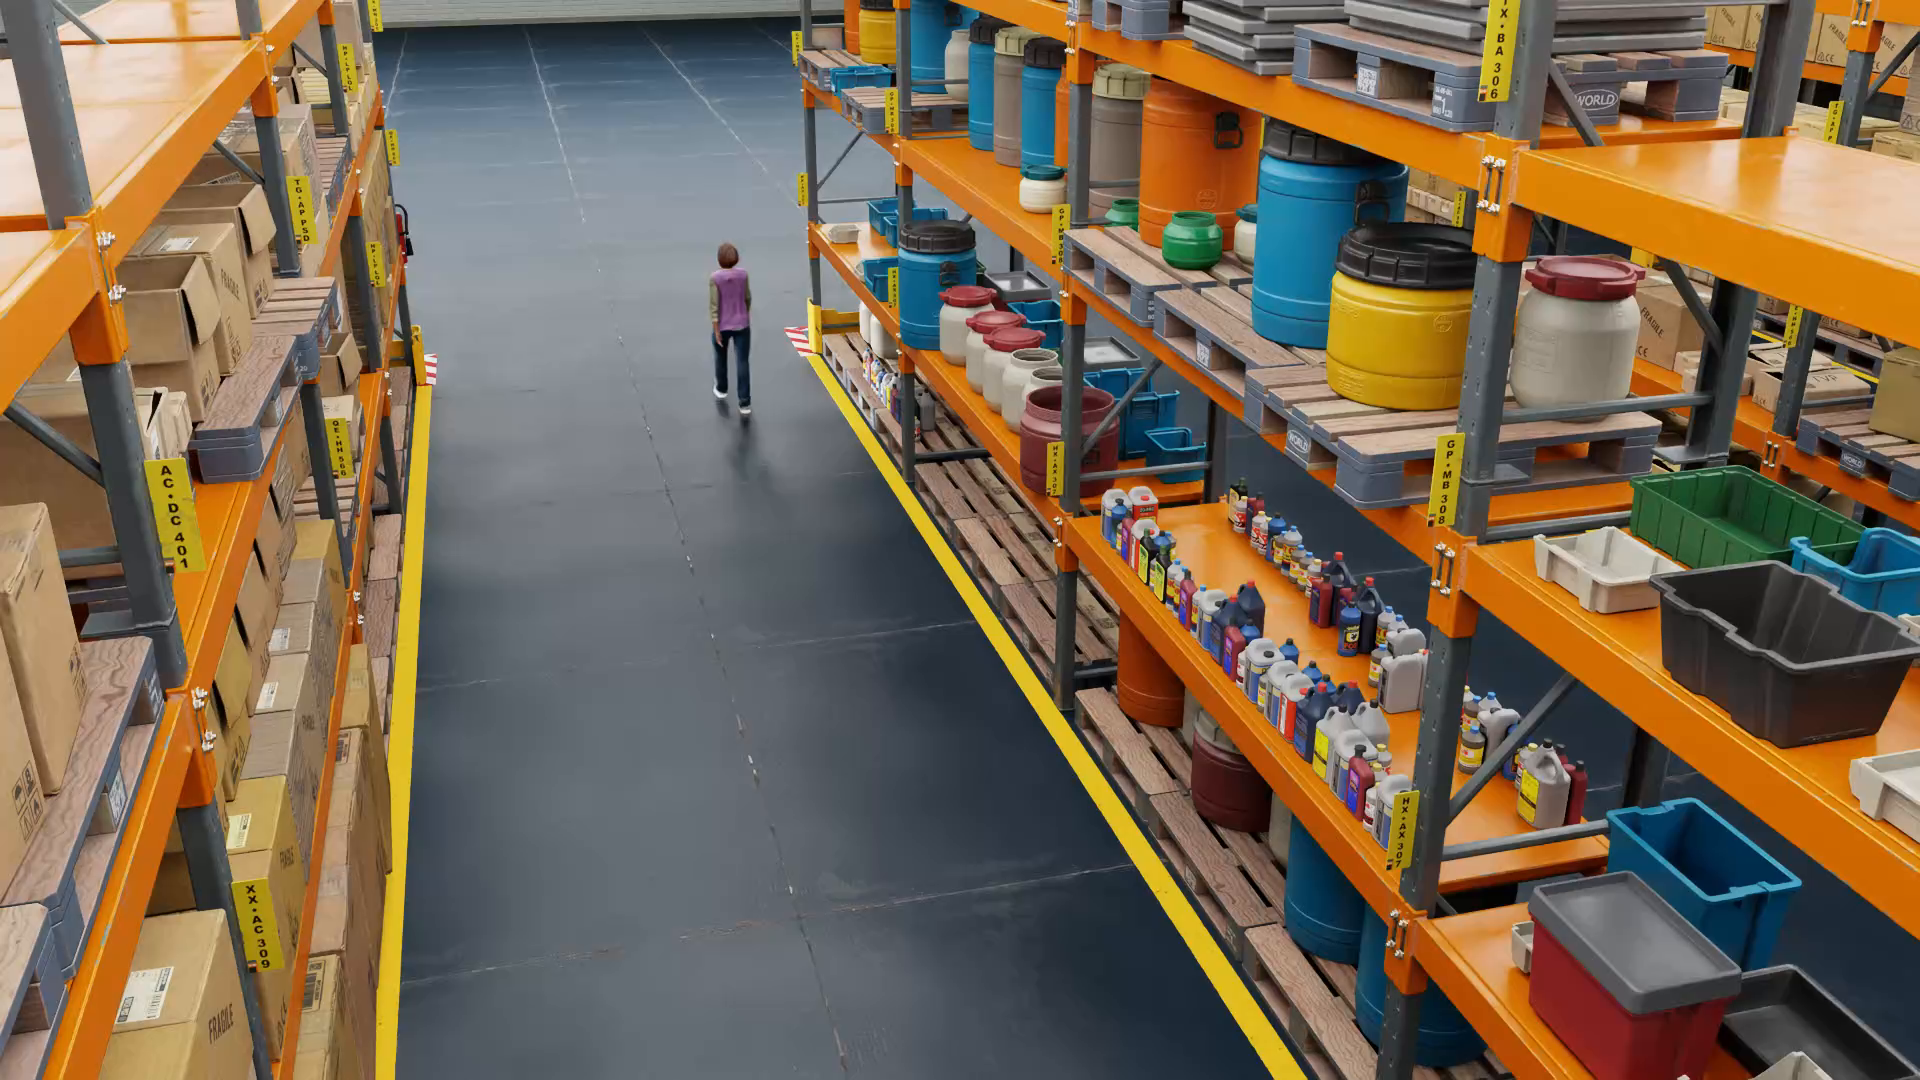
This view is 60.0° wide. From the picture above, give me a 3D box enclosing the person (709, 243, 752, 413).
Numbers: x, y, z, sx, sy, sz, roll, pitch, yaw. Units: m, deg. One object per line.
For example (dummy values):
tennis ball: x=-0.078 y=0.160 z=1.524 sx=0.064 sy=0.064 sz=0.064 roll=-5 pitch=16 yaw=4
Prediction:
person: x=-2.095 y=-1.937 z=15.242 sx=0.408 sy=1.442 sz=0.944 roll=-6 pitch=24 yaw=-13
